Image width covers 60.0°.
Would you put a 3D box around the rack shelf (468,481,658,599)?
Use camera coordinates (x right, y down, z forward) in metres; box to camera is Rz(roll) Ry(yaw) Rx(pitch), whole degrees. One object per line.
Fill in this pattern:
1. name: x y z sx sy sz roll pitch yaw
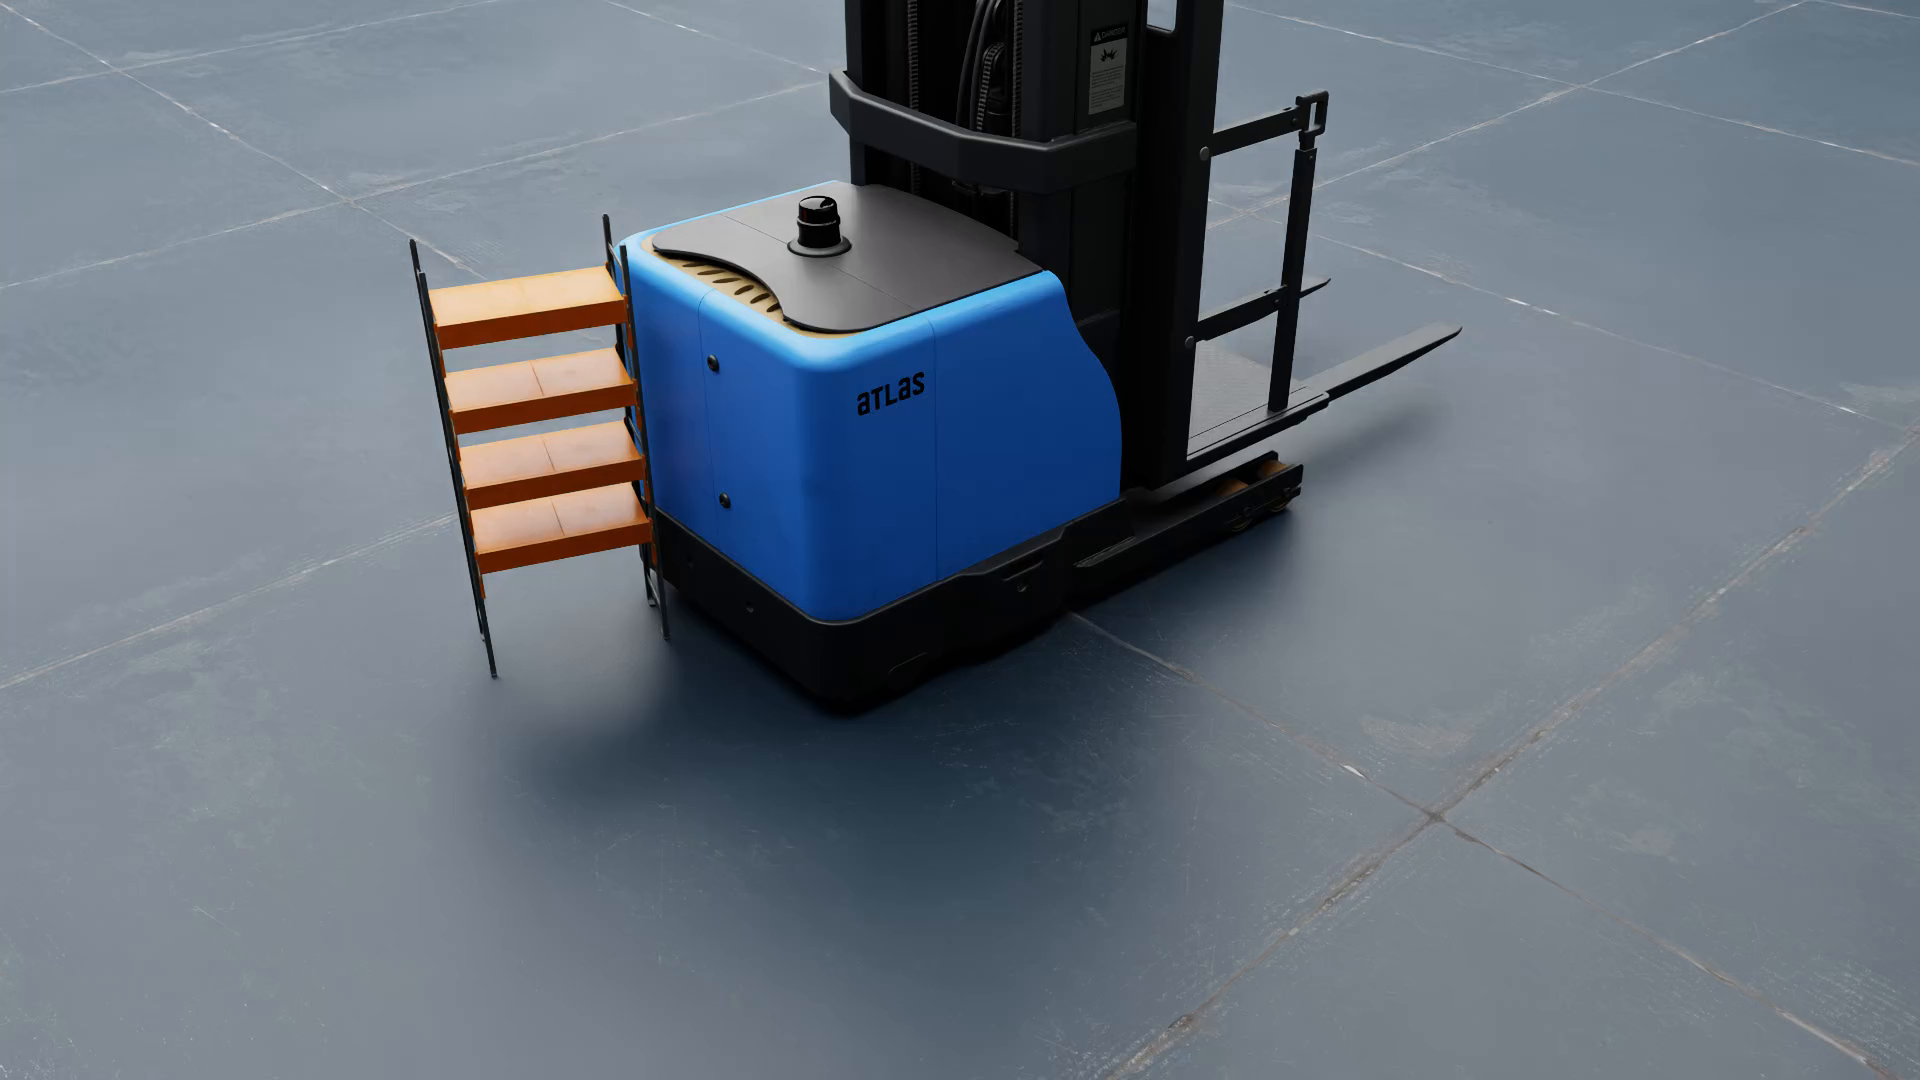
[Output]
1. rack shelf: -1.112 -0.010 4.625 0.480 0.148 0.258 -12 33 -18

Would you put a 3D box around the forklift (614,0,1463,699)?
1. forklift: 0.478 -1.463 4.833 3.031 2.935 1.130 -24 39 -34

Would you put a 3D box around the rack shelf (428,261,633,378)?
1. rack shelf: -1.112 -0.572 4.281 0.480 0.148 0.258 -12 33 -18

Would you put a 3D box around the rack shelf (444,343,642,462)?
1. rack shelf: -1.112 -0.370 4.405 0.480 0.148 0.258 -12 33 -18

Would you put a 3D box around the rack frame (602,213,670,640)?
1. rack frame: -0.885 -0.283 4.563 0.015 1.200 0.240 -12 33 -18

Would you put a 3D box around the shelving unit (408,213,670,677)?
1. shelving unit: -1.112 -0.236 4.486 0.503 1.200 0.258 -12 33 -18

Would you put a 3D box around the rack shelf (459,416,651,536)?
1. rack shelf: -1.112 -0.179 4.522 0.480 0.148 0.258 -12 33 -18

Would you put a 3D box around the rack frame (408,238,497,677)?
1. rack frame: -1.339 -0.190 4.410 0.015 1.200 0.240 -12 33 -18
